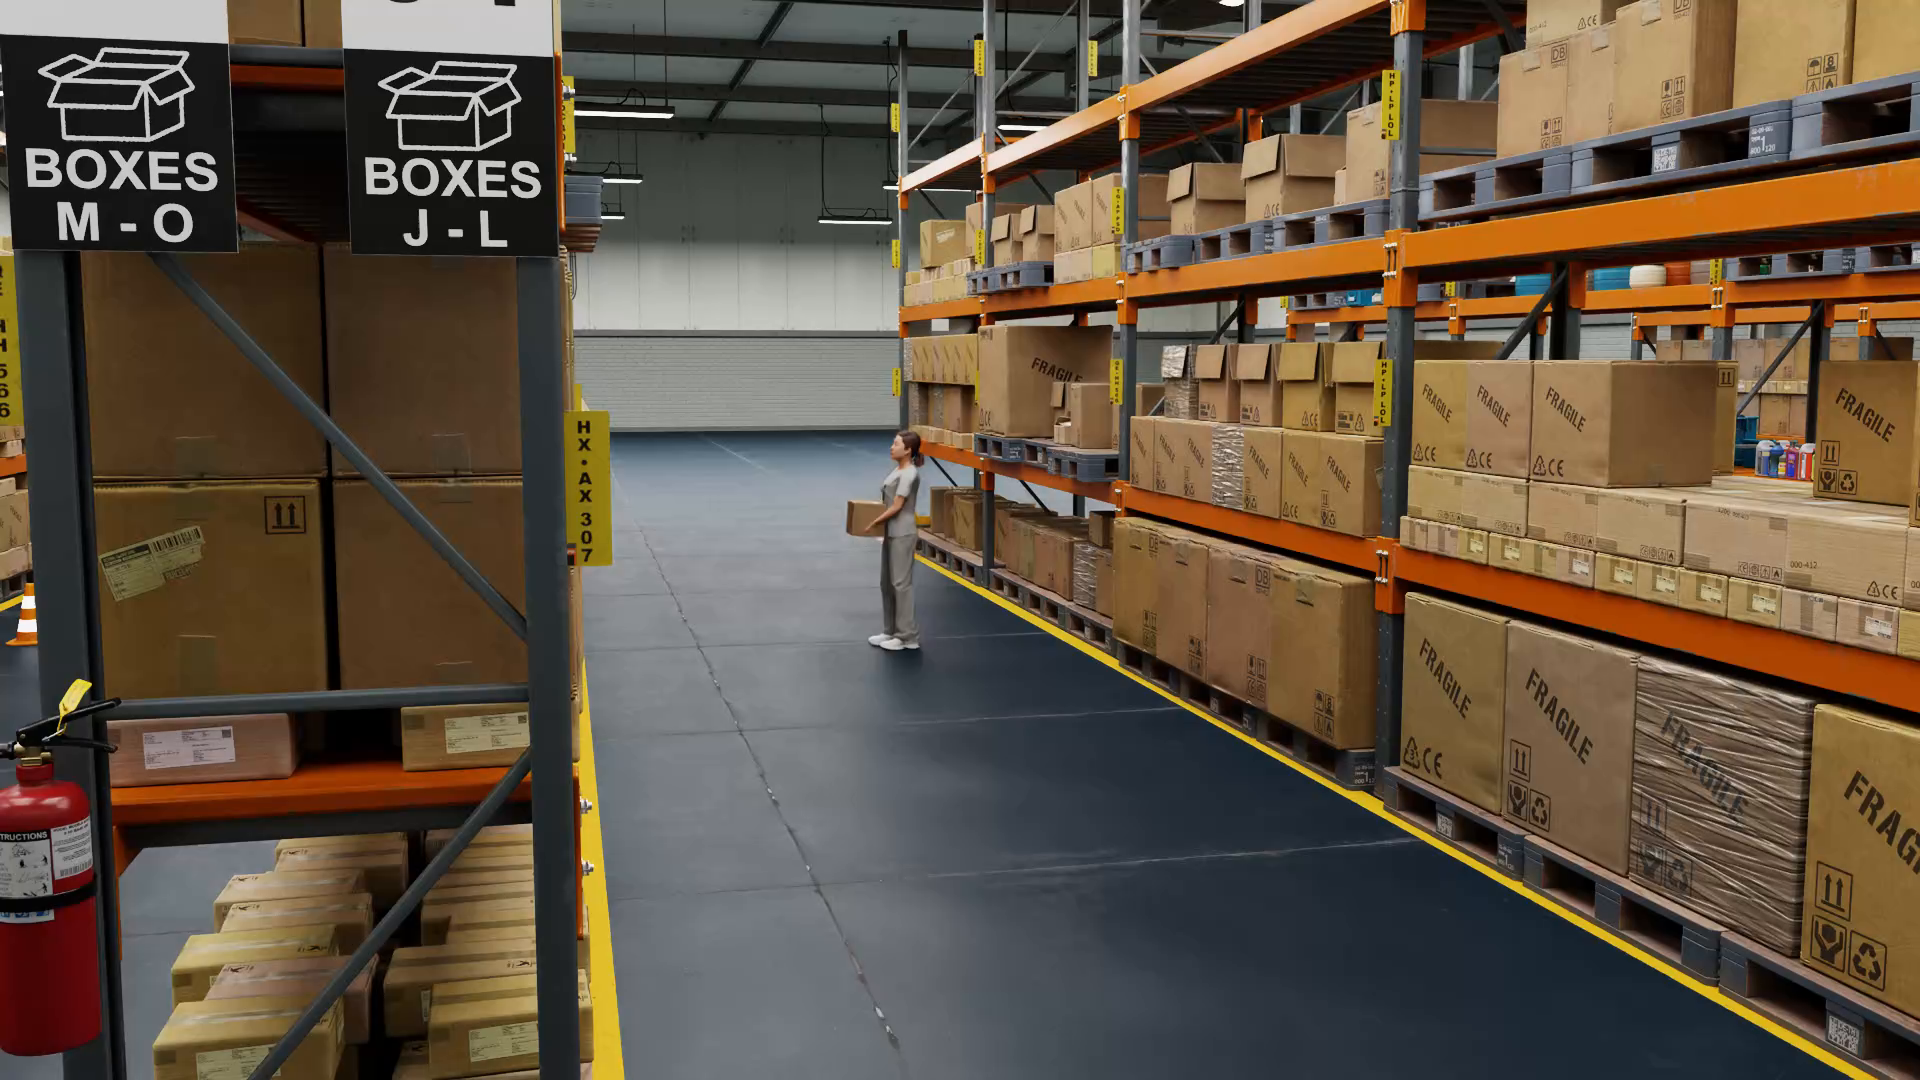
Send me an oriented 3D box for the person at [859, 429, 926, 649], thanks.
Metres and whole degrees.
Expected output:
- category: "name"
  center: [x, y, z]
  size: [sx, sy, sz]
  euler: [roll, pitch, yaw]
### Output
- category: "person"
  center: [-0.529, 0.002, 12.736]
  size: [0.547, 1.650, 0.444]
  euler: [-1, 6, -12]
